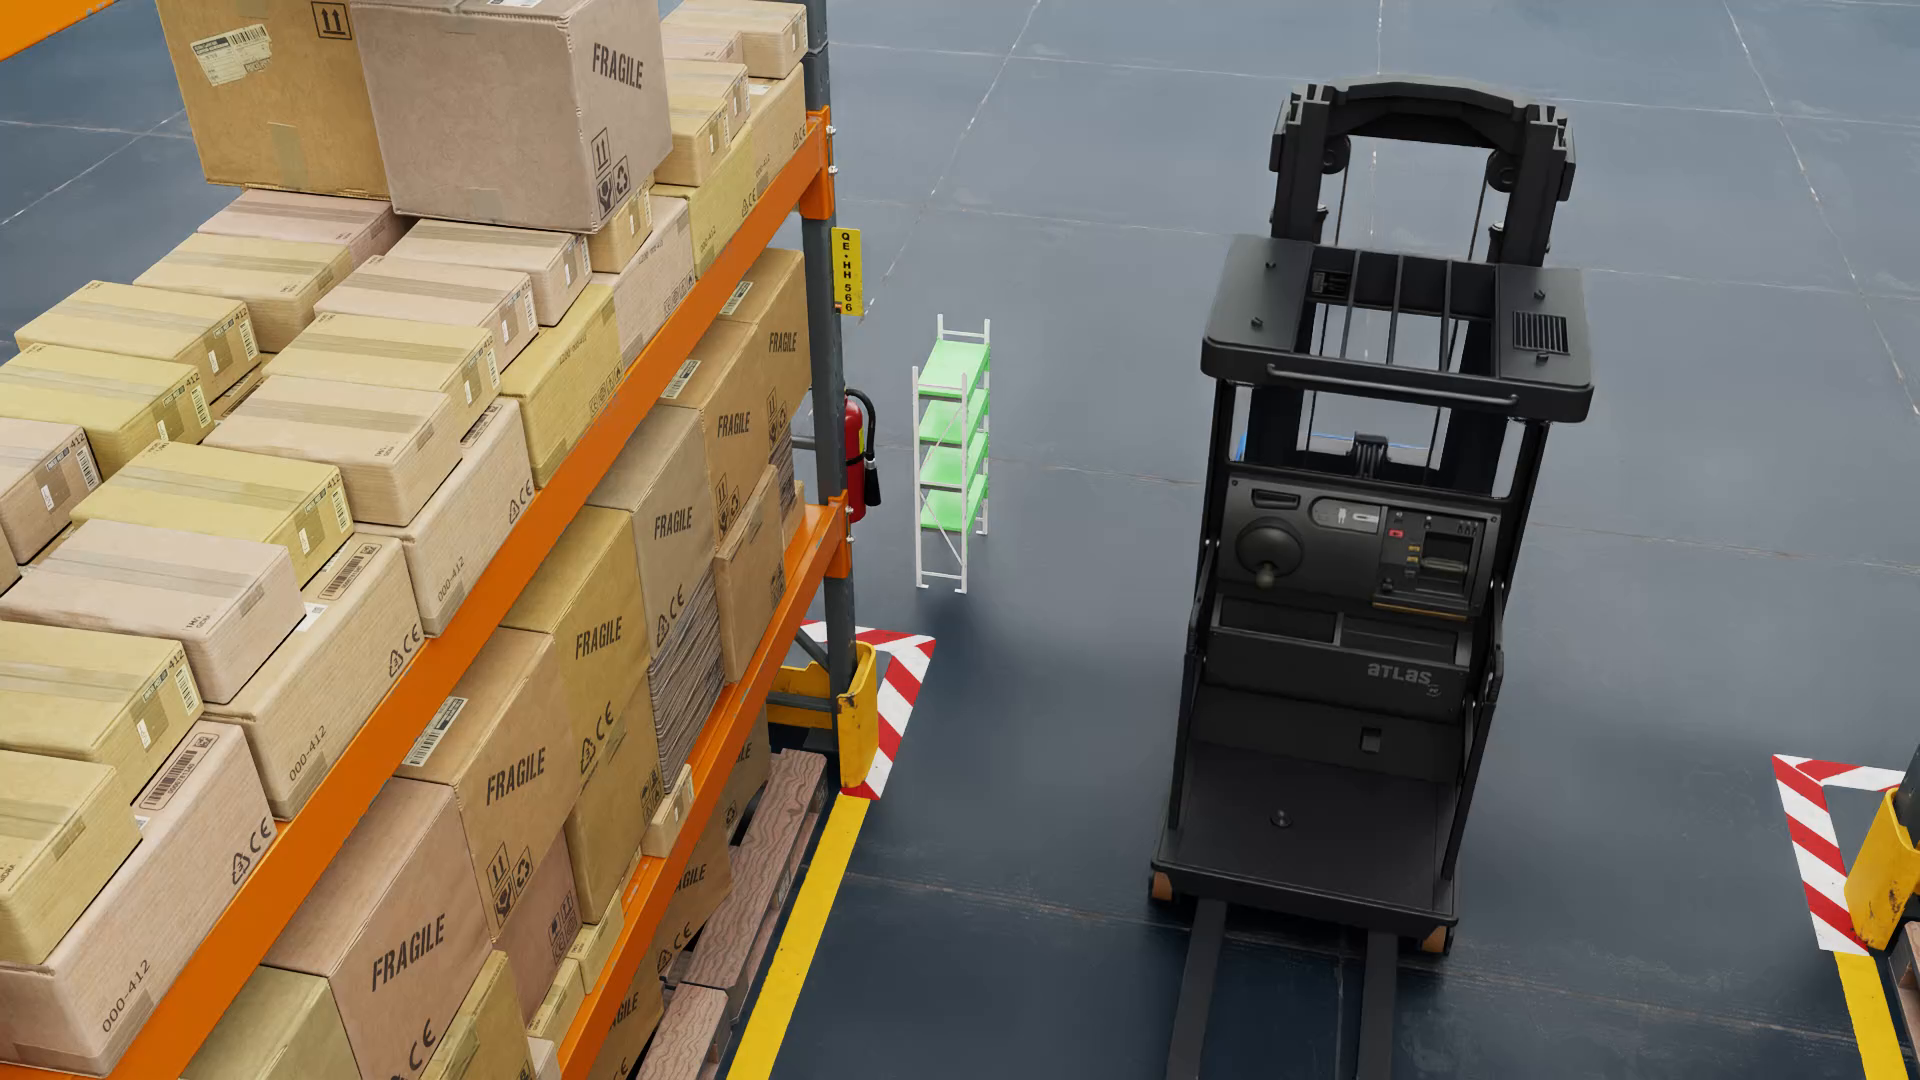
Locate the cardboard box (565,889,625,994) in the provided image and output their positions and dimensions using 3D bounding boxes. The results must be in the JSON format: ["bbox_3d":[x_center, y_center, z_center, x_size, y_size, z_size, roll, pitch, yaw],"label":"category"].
[{"bbox_3d":[-1.131,1.046,4.465,0.380,0.149,0.250,7,37,10],"label":"cardboard box"}]

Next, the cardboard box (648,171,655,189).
[{"bbox_3d":[-1.004,-0.941,4.224,0.380,0.149,0.250,8,37,11],"label":"cardboard box"}]

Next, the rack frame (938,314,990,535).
[{"bbox_3d":[0.017,-0.531,7.960,0.240,1.200,0.015,7,37,10],"label":"rack frame"}]

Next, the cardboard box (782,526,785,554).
[{"bbox_3d":[-0.837,0.032,5.863,0.380,0.149,0.250,7,37,10],"label":"cardboard box"}]

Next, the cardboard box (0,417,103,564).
[{"bbox_3d":[-1.842,-0.104,3.070,0.380,0.149,0.250,6,36,9],"label":"cardboard box"}]

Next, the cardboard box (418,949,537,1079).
[{"bbox_3d":[-1.480,1.198,3.702,0.875,0.500,0.500,7,37,10],"label":"cardboard box"}]

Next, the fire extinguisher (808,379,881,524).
[{"bbox_3d":[-0.449,-0.378,6.282,0.296,0.674,0.183,7,37,10],"label":"fire extinguisher"}]

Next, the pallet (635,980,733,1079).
[{"bbox_3d":[-1.411,1.929,5.408,1.003,0.211,1.213,7,37,10],"label":"pallet"}]

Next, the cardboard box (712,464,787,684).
[{"bbox_3d":[-1.057,0.051,5.285,0.875,0.500,0.500,7,37,10],"label":"cardboard box"}]

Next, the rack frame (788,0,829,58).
[{"bbox_3d":[-0.924,-2.831,4.488,1.000,3.000,0.127,7,37,10],"label":"rack frame"}]

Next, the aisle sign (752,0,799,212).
[{"bbox_3d":[-0.617,-1.452,5.483,0.394,0.787,0.004,7,37,10],"label":"aisle sign"}]

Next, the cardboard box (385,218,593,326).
[{"bbox_3d":[-1.067,-0.623,3.785,0.380,0.149,0.250,6,36,8],"label":"cardboard box"}]

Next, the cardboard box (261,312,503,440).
[{"bbox_3d":[-1.166,-0.324,3.373,0.380,0.149,0.250,7,36,9],"label":"cardboard box"}]

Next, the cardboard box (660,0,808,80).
[{"bbox_3d":[-0.678,-1.519,5.022,0.380,0.149,0.250,7,37,10],"label":"cardboard box"}]

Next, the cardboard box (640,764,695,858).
[{"bbox_3d":[-1.001,0.762,4.856,0.380,0.149,0.250,7,37,10],"label":"cardboard box"}]

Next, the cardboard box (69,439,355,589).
[{"bbox_3d":[-1.328,-0.032,2.970,0.380,0.149,0.250,8,37,11],"label":"cardboard box"}]

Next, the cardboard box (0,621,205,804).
[{"bbox_3d":[-1.417,0.267,2.557,0.380,0.149,0.250,6,36,8],"label":"cardboard box"}]

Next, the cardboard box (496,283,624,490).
[{"bbox_3d":[-1.102,-0.379,3.789,0.500,0.250,0.500,7,36,9],"label":"cardboard box"}]

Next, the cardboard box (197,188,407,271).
[{"bbox_3d":[-1.527,-0.698,3.889,0.380,0.149,0.250,7,37,9],"label":"cardboard box"}]

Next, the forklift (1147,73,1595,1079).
[{"bbox_3d":[1.336,0.084,5.636,1.130,2.935,3.031,9,37,12],"label":"forklift"}]

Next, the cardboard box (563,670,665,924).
[{"bbox_3d":[-1.325,0.617,4.504,0.875,0.500,0.500,7,37,10],"label":"cardboard box"}]

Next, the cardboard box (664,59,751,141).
[{"bbox_3d":[-0.799,-1.214,4.601,0.380,0.149,0.250,6,36,8],"label":"cardboard box"}]

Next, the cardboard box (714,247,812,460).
[{"bbox_3d":[-0.800,-0.621,5.361,0.500,0.500,0.500,7,37,10],"label":"cardboard box"}]

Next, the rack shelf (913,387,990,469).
[{"bbox_3d":[-0.035,-0.534,7.664,0.258,0.148,0.480,7,37,10],"label":"rack shelf"}]

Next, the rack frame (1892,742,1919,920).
[{"bbox_3d":[3.915,0.219,5.392,1.000,3.000,0.127,7,37,10],"label":"rack frame"}]

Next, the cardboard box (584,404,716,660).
[{"bbox_3d":[-1.010,-0.048,4.569,0.500,0.500,0.500,7,37,10],"label":"cardboard box"}]

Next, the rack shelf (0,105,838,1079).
[{"bbox_3d":[-1.351,-0.179,3.997,1.077,0.370,4.000,7,37,10],"label":"rack shelf"}]

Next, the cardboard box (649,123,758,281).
[{"bbox_3d":[-0.882,-0.961,4.592,0.500,0.250,0.500,8,37,10],"label":"cardboard box"}]

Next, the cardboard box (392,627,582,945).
[{"bbox_3d":[-1.221,0.526,3.778,0.500,0.500,0.500,7,37,10],"label":"cardboard box"}]

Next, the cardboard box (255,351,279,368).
[{"bbox_3d":[-1.599,-0.433,3.863,0.500,0.250,0.500,8,37,11],"label":"cardboard box"}]

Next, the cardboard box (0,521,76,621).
[{"bbox_3d":[-1.814,0.145,3.065,0.500,0.250,0.500,8,37,11],"label":"cardboard box"}]

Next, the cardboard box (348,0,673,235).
[{"bbox_3d":[-1.007,-1.059,3.835,0.500,0.500,0.500,7,37,10],"label":"cardboard box"}]

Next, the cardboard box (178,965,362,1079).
[{"bbox_3d":[-1.433,1.099,2.986,0.500,0.500,0.500,7,37,10],"label":"cardboard box"}]

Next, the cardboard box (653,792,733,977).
[{"bbox_3d":[-1.167,1.143,5.889,0.500,0.500,0.500,17,39,22],"label":"cardboard box"}]

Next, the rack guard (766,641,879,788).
[{"bbox_3d":[-0.940,0.654,6.922,1.175,0.500,0.348,7,37,10],"label":"rack guard"}]

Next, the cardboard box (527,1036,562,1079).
[{"bbox_3d":[-1.208,1.336,4.064,0.380,0.149,0.250,7,37,10],"label":"cardboard box"}]

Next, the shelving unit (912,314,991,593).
[{"bbox_3d":[-0.035,-0.391,7.767,0.258,1.200,0.503,7,37,10],"label":"shelving unit"}]

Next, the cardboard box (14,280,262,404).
[{"bbox_3d":[-1.714,-0.403,3.482,0.380,0.149,0.250,9,37,12],"label":"cardboard box"}]

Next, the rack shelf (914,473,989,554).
[{"bbox_3d":[-0.035,-0.145,7.945,0.258,0.148,0.480,7,37,10],"label":"rack shelf"}]

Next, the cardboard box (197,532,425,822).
[{"bbox_3d":[-1.324,0.208,2.979,0.500,0.250,0.500,7,37,10],"label":"cardboard box"}]
